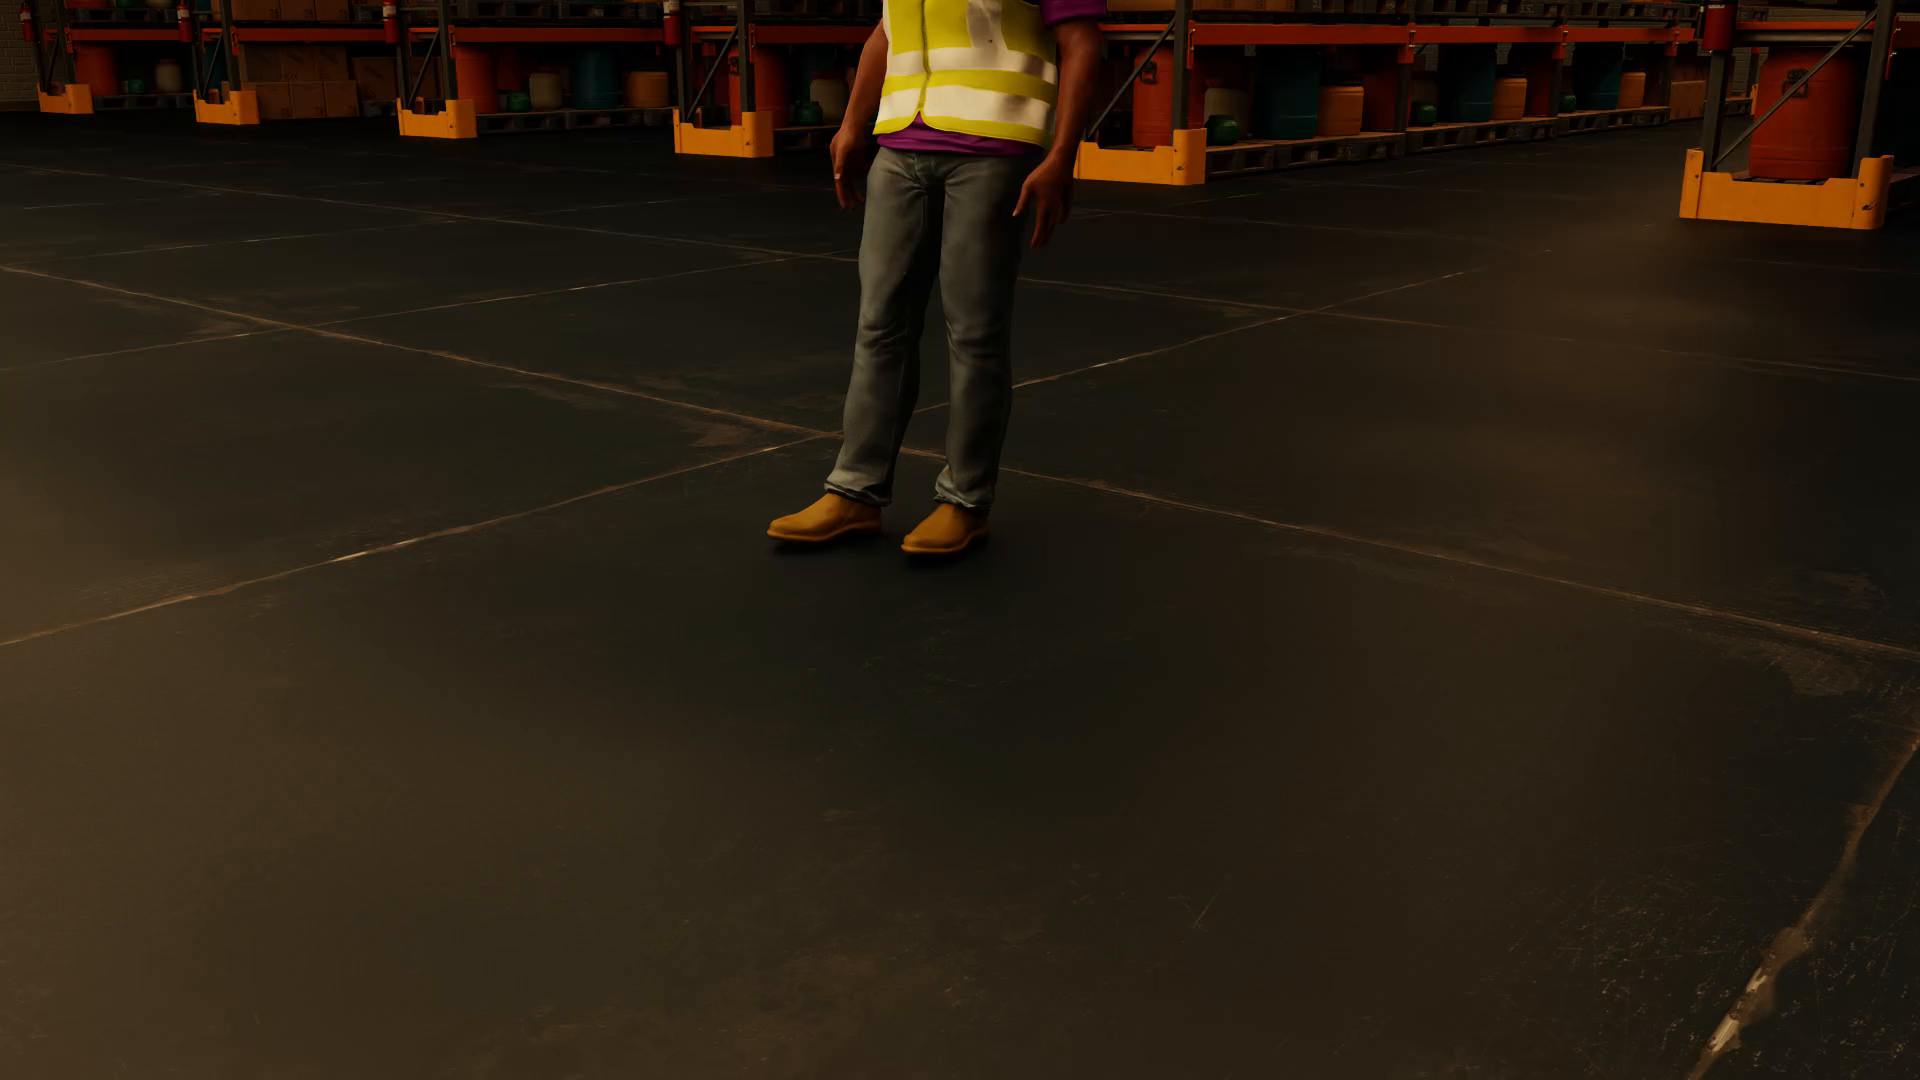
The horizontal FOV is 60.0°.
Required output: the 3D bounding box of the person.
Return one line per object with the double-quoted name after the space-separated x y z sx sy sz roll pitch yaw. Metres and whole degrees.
-0.049 -0.838 3.635 0.665 1.768 0.575 13 21 37 "person"
